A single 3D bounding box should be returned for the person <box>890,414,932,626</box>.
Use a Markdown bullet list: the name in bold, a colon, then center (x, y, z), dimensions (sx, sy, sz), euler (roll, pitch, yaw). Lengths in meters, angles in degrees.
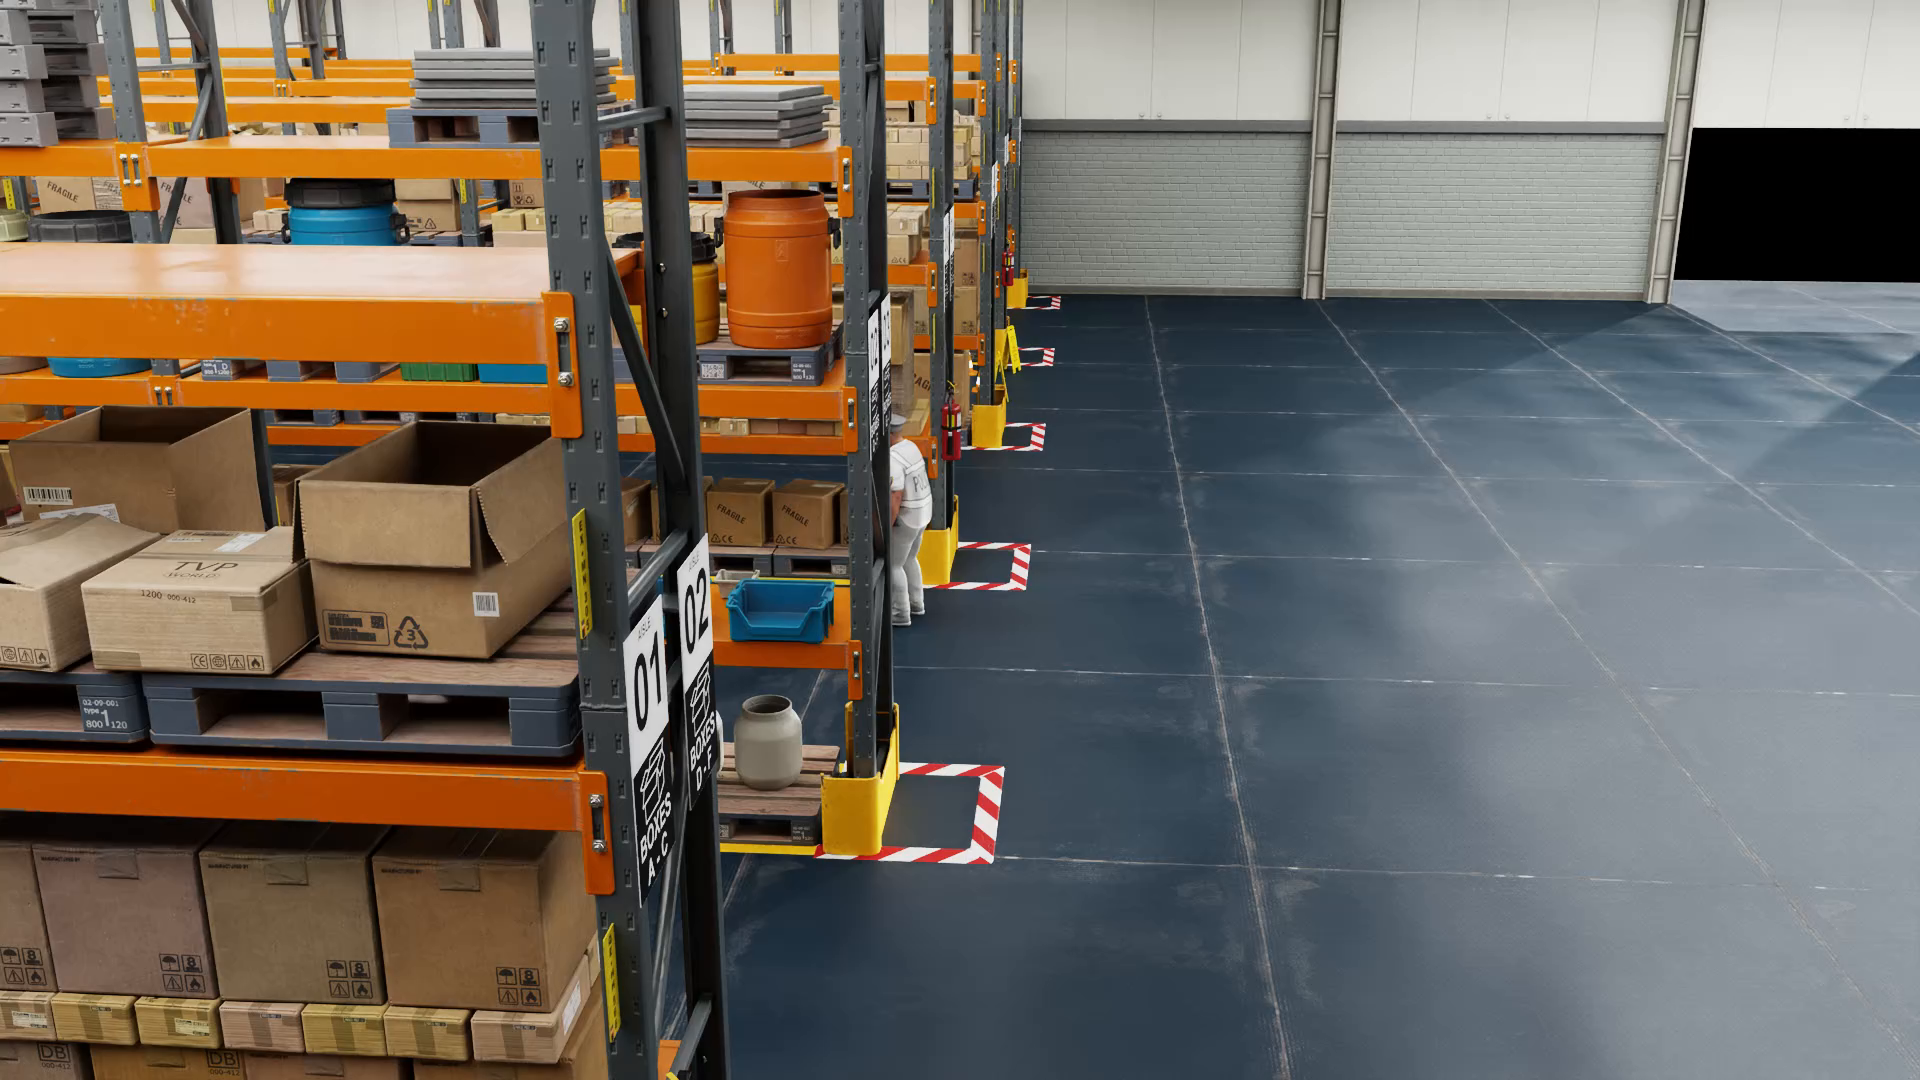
- **person**: center (-0.470, -0.165, 13.568), dimensions (0.444, 1.745, 0.601), euler (6, 18, 19)
